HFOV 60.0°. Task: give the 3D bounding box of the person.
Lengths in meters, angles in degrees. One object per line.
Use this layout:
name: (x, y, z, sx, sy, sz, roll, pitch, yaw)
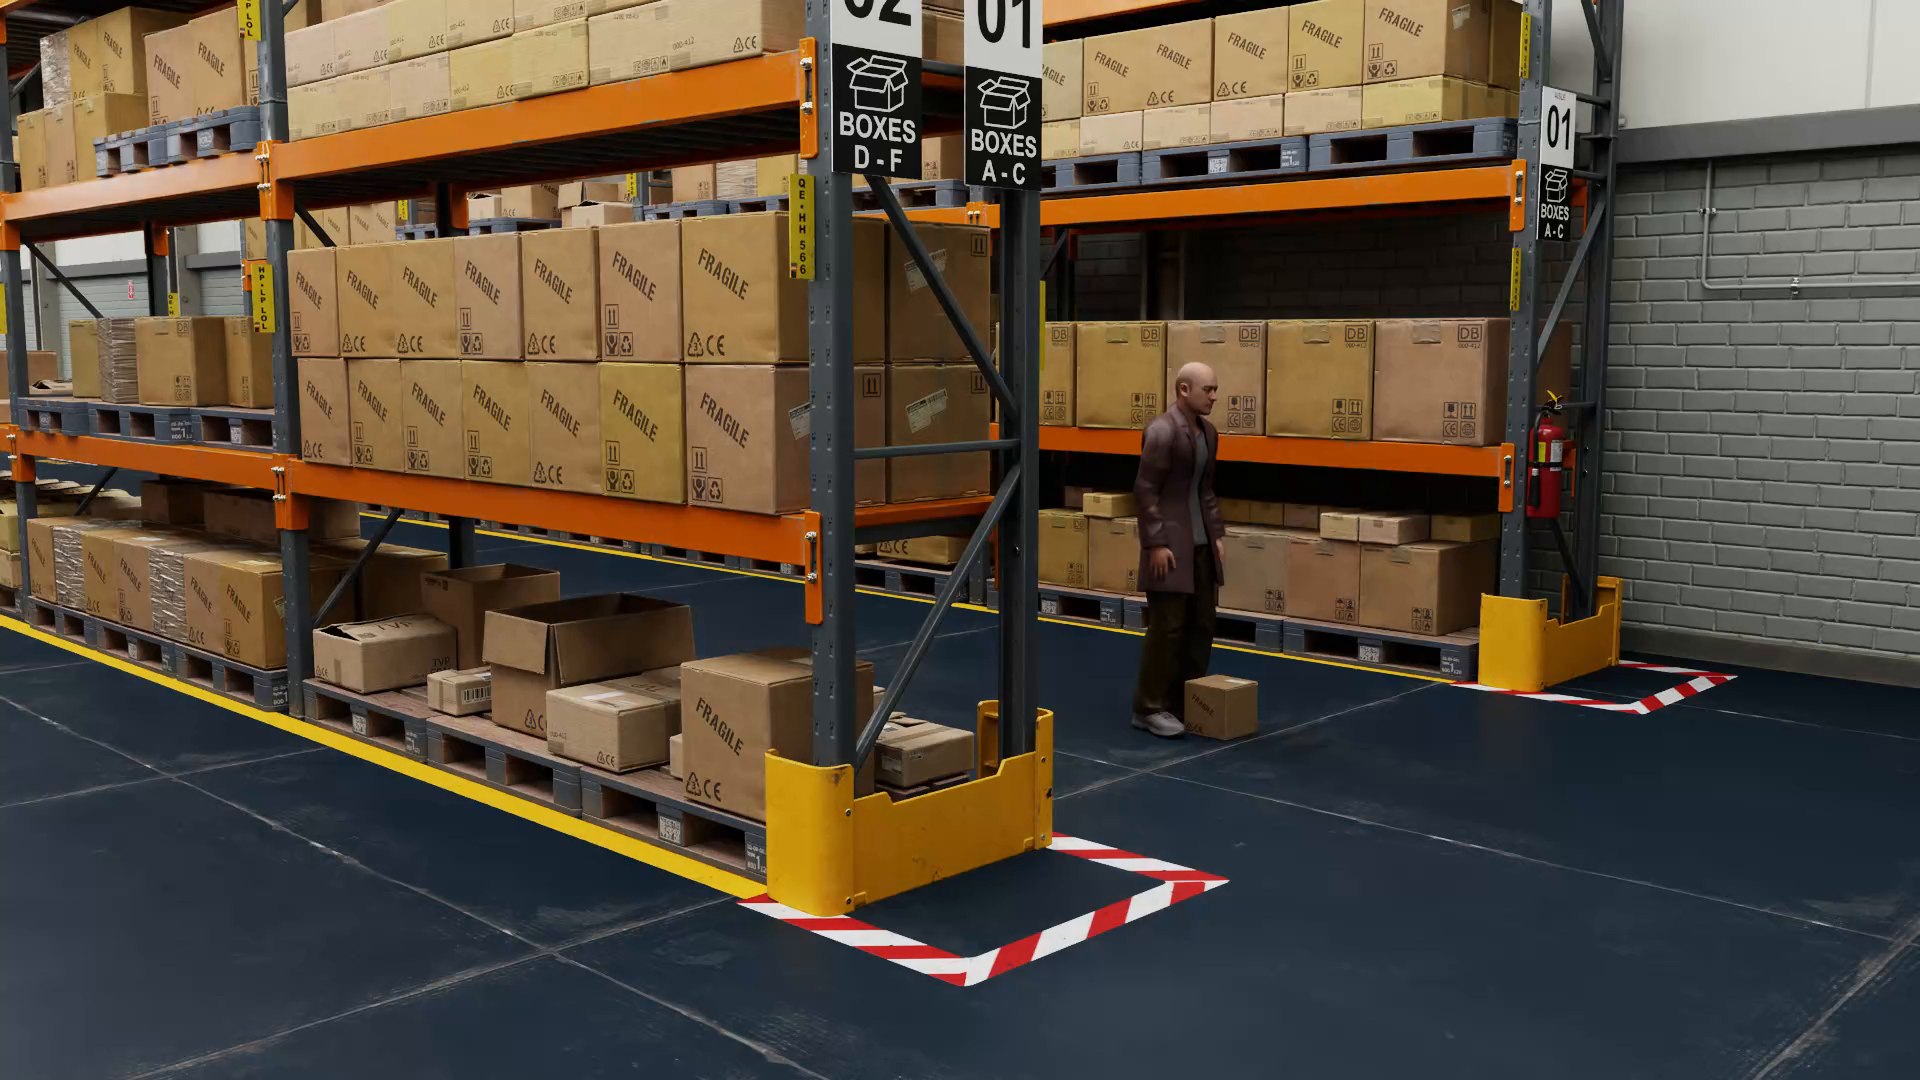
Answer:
person: (1.084, 0.026, 8.092, 0.421, 1.774, 0.654, 6, 9, 40)
